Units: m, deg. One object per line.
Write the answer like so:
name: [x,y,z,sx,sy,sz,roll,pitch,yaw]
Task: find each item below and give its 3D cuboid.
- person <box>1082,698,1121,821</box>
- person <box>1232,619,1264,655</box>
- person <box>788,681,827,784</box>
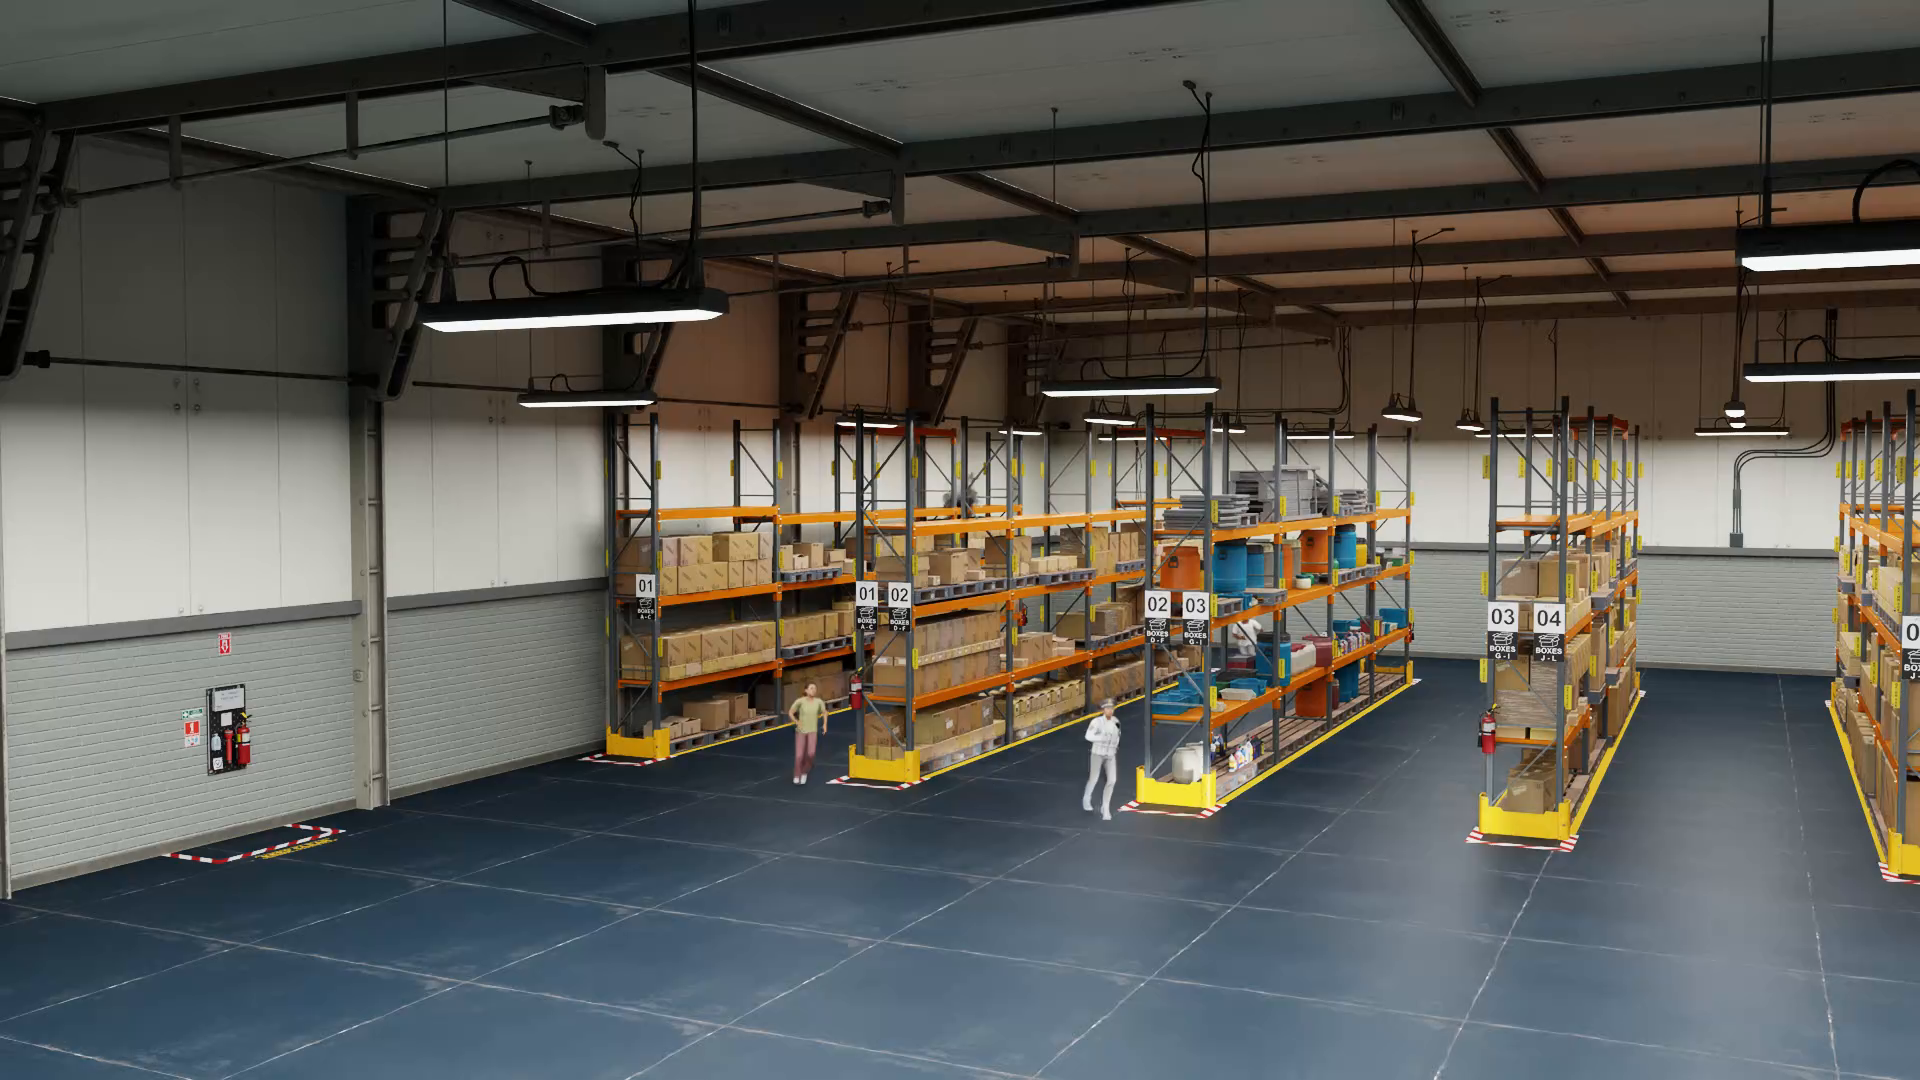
person: [2.085,3.148,24.078,0.614,1.748,0.733,-1,2,-16]
person: [6.800,2.486,39.413,0.700,1.709,0.589,1,3,21]
person: [-2.404,3.086,26.435,0.647,1.591,0.567,-1,2,-13]
